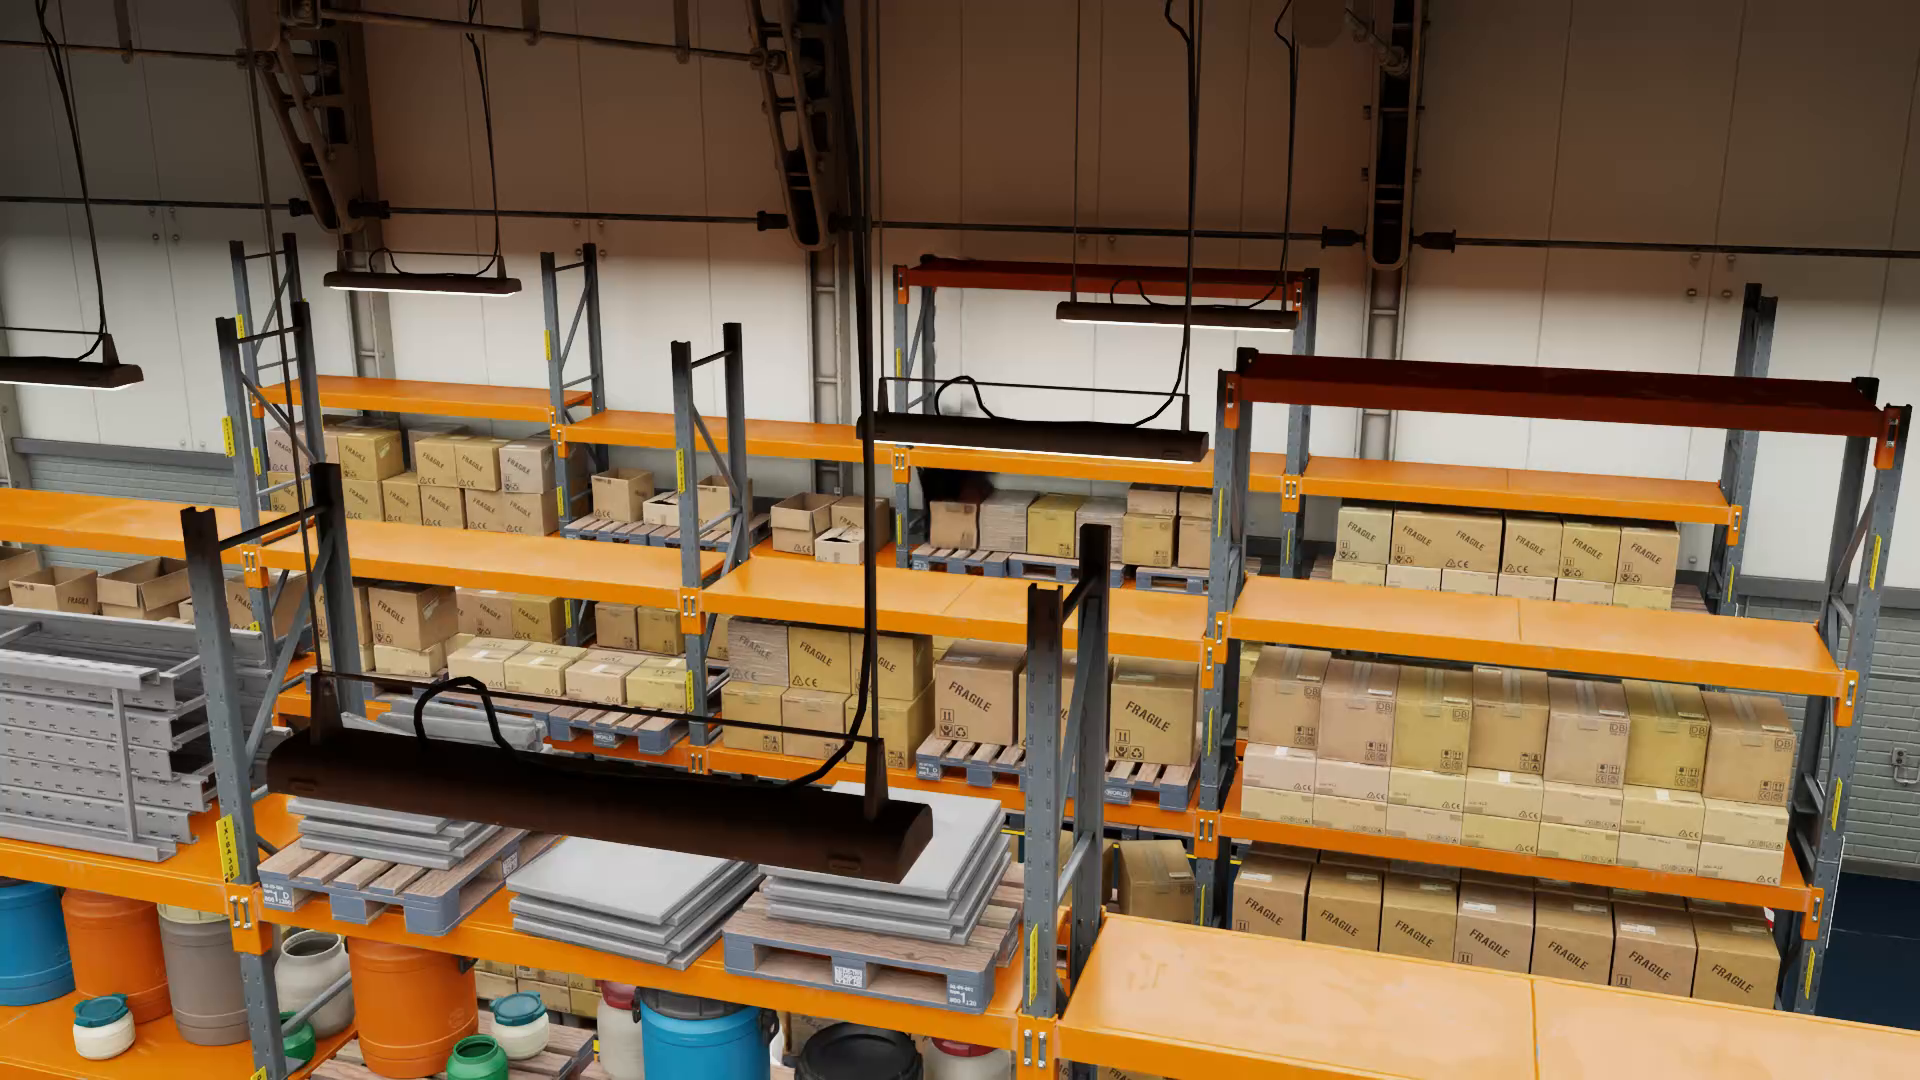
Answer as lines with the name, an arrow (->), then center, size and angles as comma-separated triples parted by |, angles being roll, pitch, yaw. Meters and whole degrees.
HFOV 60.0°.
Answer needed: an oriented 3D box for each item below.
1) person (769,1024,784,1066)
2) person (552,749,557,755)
person -> -1.353, 4.025, 11.683 | 0.937, 1.810, 0.731 | 2, 16, 8
person -> -4.469, 2.476, 16.992 | 0.653, 1.734, 0.704 | 2, 16, 5
